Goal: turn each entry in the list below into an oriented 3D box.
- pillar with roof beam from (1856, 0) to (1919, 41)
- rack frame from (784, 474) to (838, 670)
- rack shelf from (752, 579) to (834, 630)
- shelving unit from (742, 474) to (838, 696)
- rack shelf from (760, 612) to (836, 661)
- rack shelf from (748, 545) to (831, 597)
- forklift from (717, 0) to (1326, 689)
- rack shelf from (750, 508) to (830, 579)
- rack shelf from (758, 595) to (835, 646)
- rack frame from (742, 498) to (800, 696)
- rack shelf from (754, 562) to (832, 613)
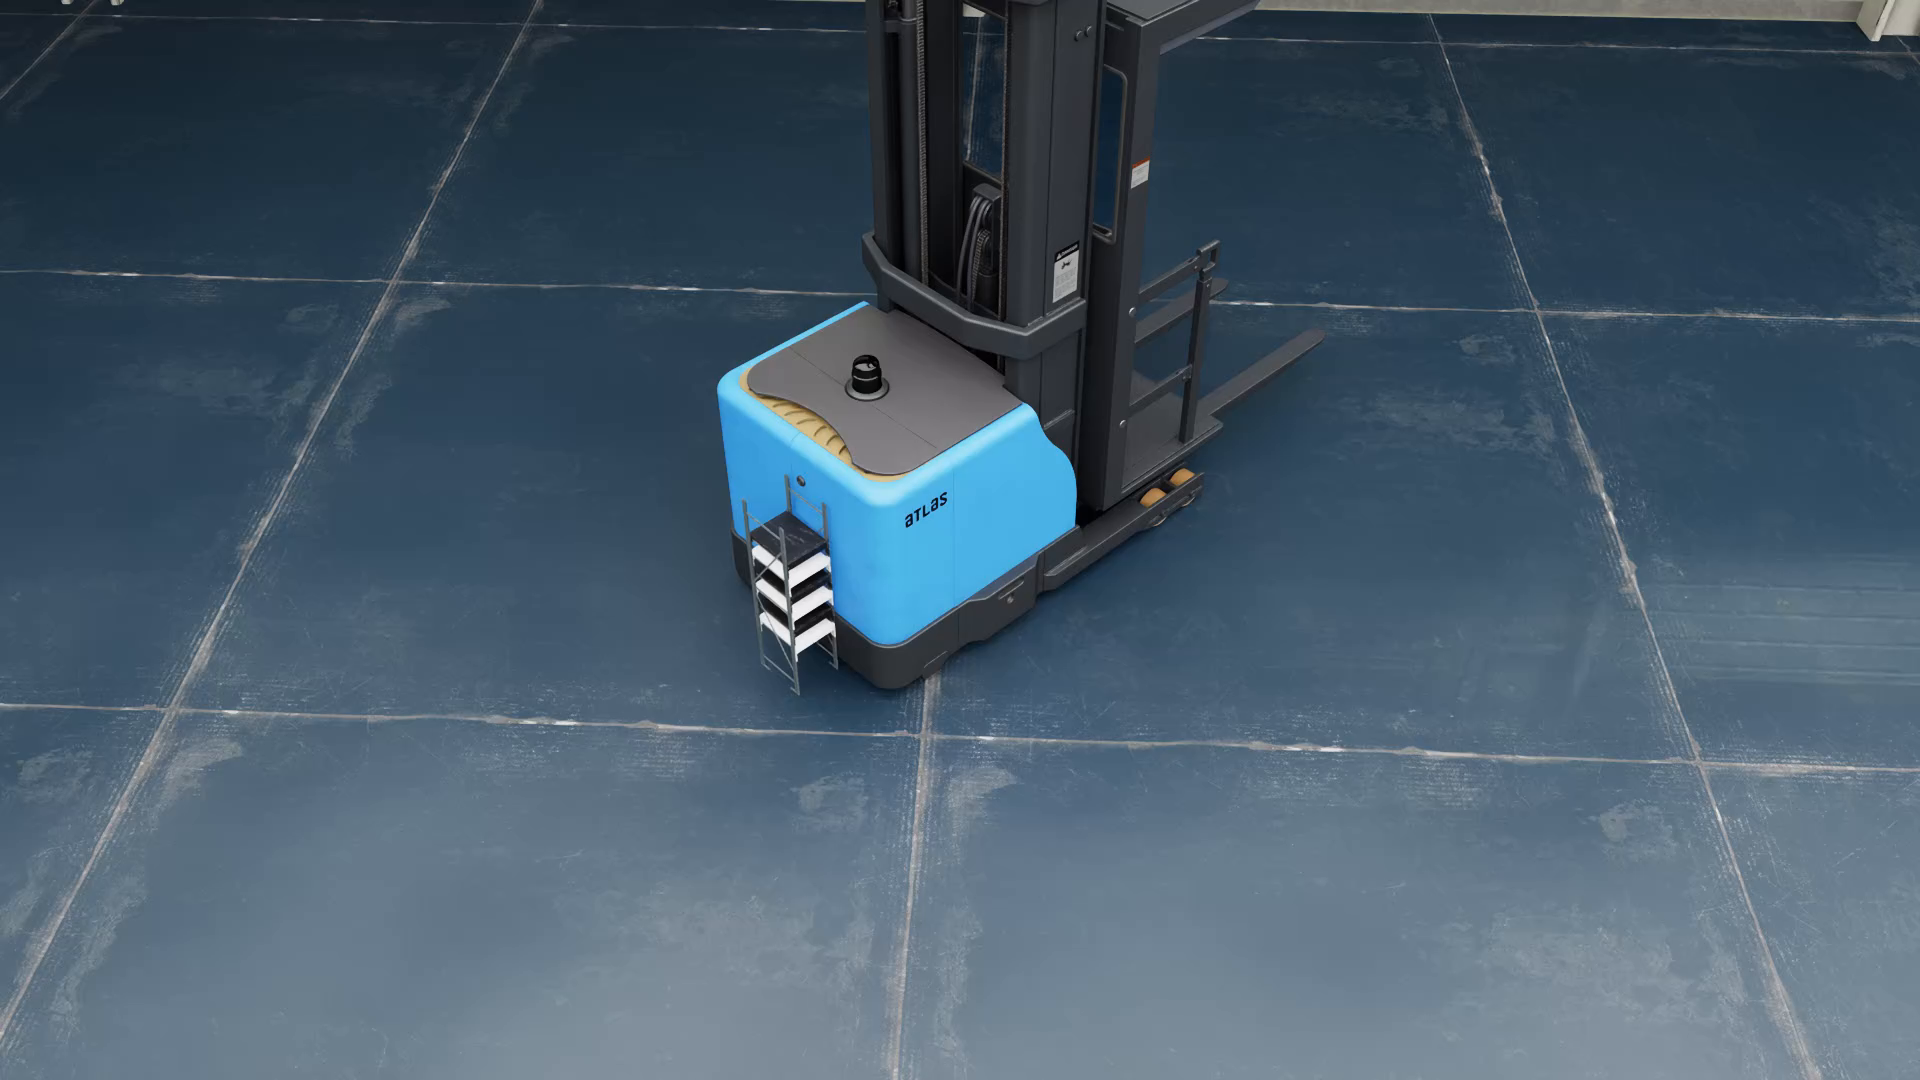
[{"bbox_3d":[5.938,-3.710,4.716,0.400,9.000,9.100,2,43,2],"label":"pillar with roof beam"},{"bbox_3d":[-0.580,0.139,6.526,0.006,0.900,0.240,-33,52,-30],"label":"rack frame"},{"bbox_3d":[-0.653,0.211,6.498,0.200,0.077,0.258,-33,52,-30],"label":"rack shelf"},{"bbox_3d":[-0.653,0.186,6.475,0.210,0.900,0.258,-33,52,-30],"label":"shelving unit"},{"bbox_3d":[-0.653,0.342,6.621,0.200,0.077,0.258,-33,52,-30],"label":"rack shelf"},{"bbox_3d":[-0.653,0.079,6.375,0.200,0.077,0.258,-33,52,-30],"label":"rack shelf"},{"bbox_3d":[0.456,-1.368,6.653,3.031,2.935,1.130,-33,52,-30],"label":"forklift"},{"bbox_3d":[-0.653,0.013,6.314,0.200,0.077,0.258,-33,52,-30],"label":"rack shelf"},{"bbox_3d":[-0.653,0.277,6.559,0.200,0.077,0.258,-33,52,-30],"label":"rack shelf"},{"bbox_3d":[-0.727,0.234,6.424,0.006,0.900,0.240,-33,52,-30],"label":"rack frame"},{"bbox_3d":[-0.653,0.145,6.437,0.200,0.077,0.258,-33,52,-30],"label":"rack shelf"}]
